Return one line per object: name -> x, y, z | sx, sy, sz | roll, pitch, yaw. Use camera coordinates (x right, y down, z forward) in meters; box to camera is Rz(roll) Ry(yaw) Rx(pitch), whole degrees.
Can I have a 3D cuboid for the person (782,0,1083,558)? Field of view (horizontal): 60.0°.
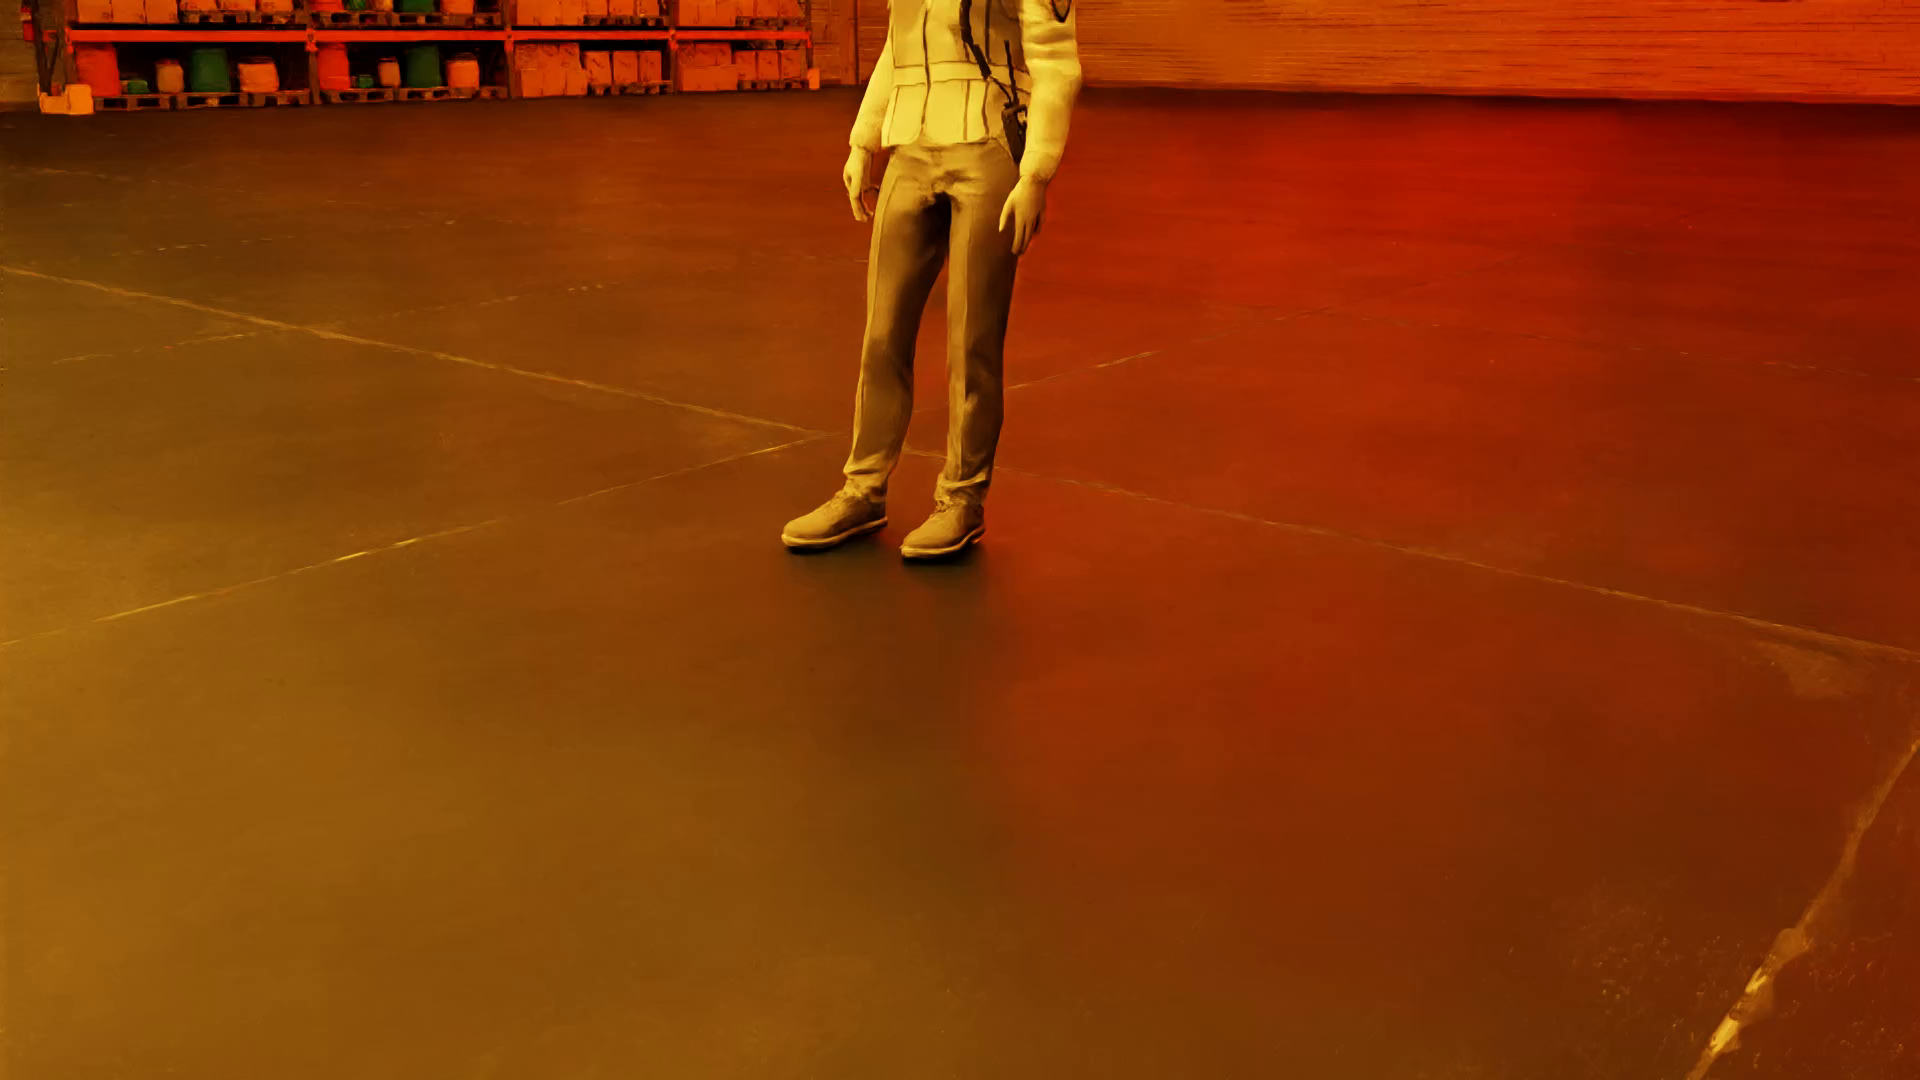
person -> -0.049, -0.804, 3.648 | 0.586, 1.695, 0.532 | 13, 21, 37
